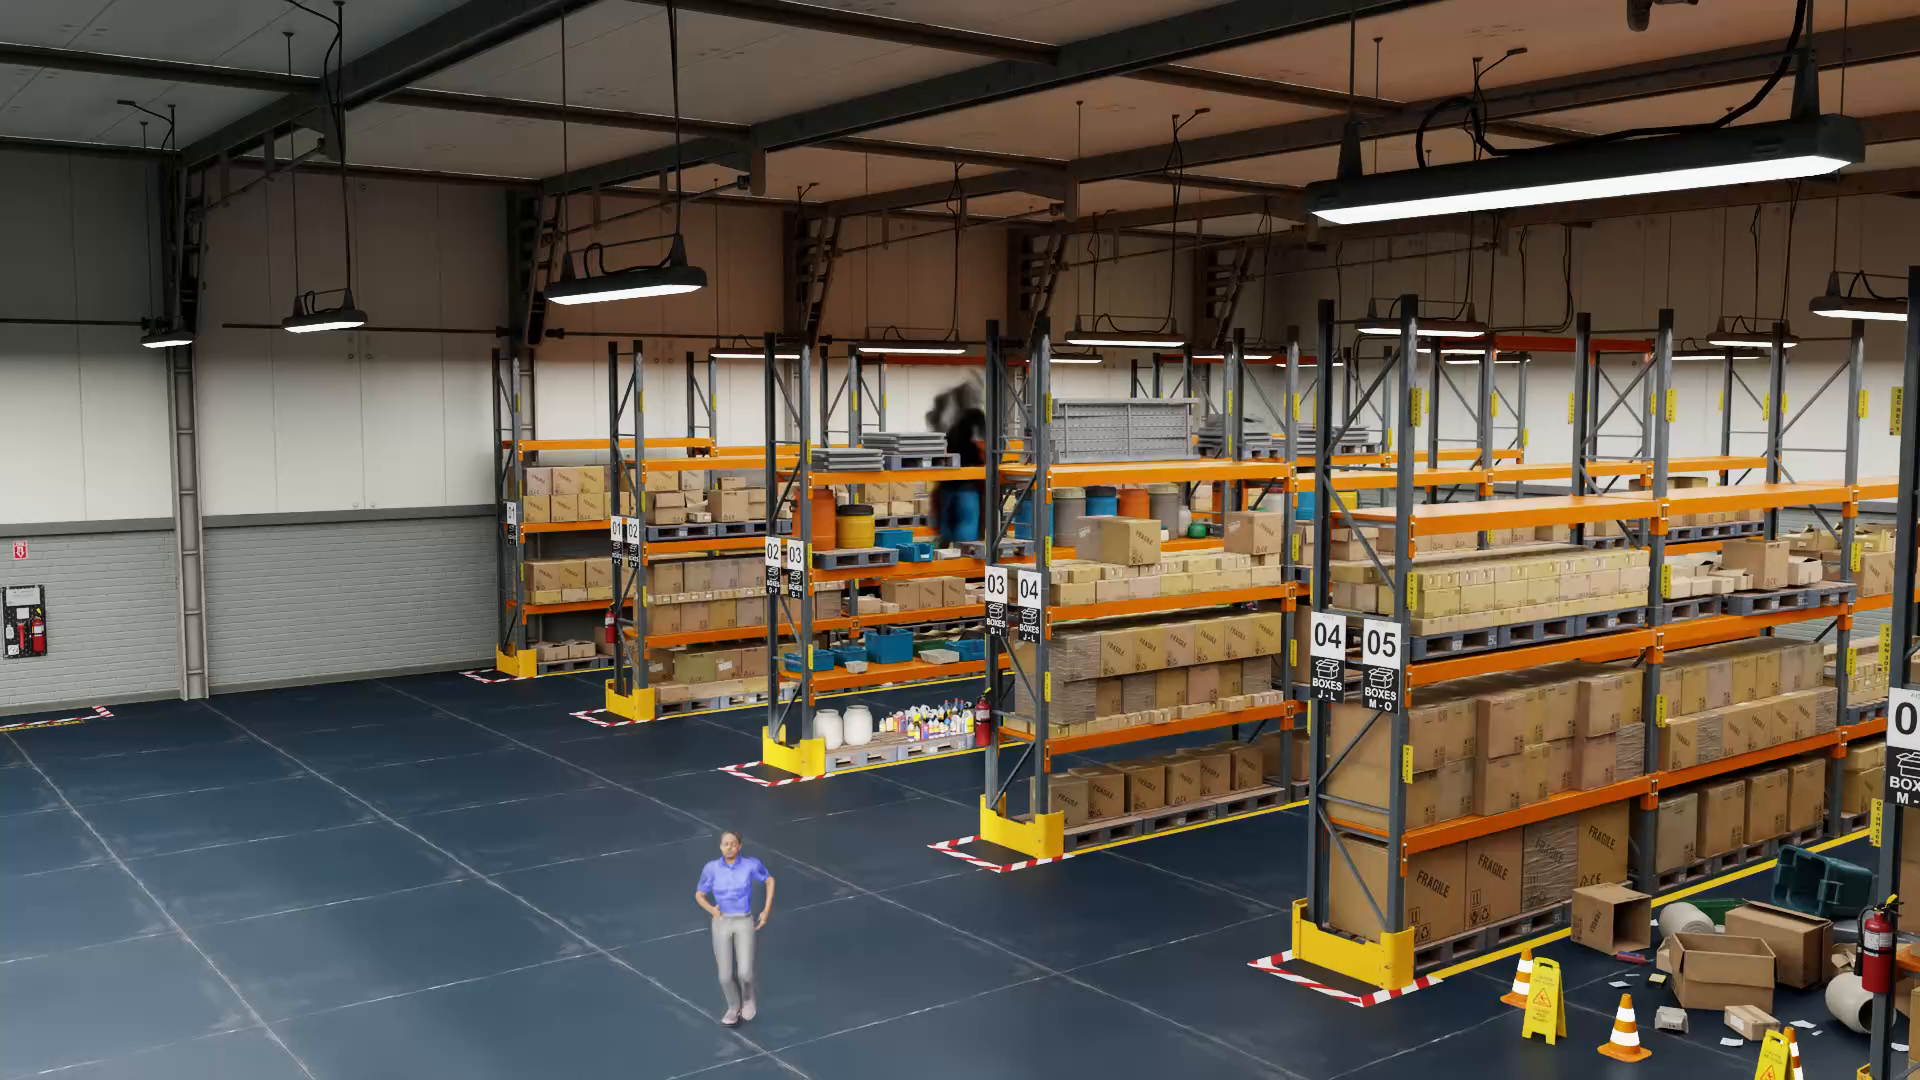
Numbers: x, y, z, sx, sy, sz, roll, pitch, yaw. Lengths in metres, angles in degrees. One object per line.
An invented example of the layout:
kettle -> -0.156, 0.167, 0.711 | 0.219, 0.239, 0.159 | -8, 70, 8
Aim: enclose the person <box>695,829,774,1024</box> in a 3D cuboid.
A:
person -> -1.838, 3.208, 13.509 | 0.630, 1.530, 0.576 | 0, 5, -2
